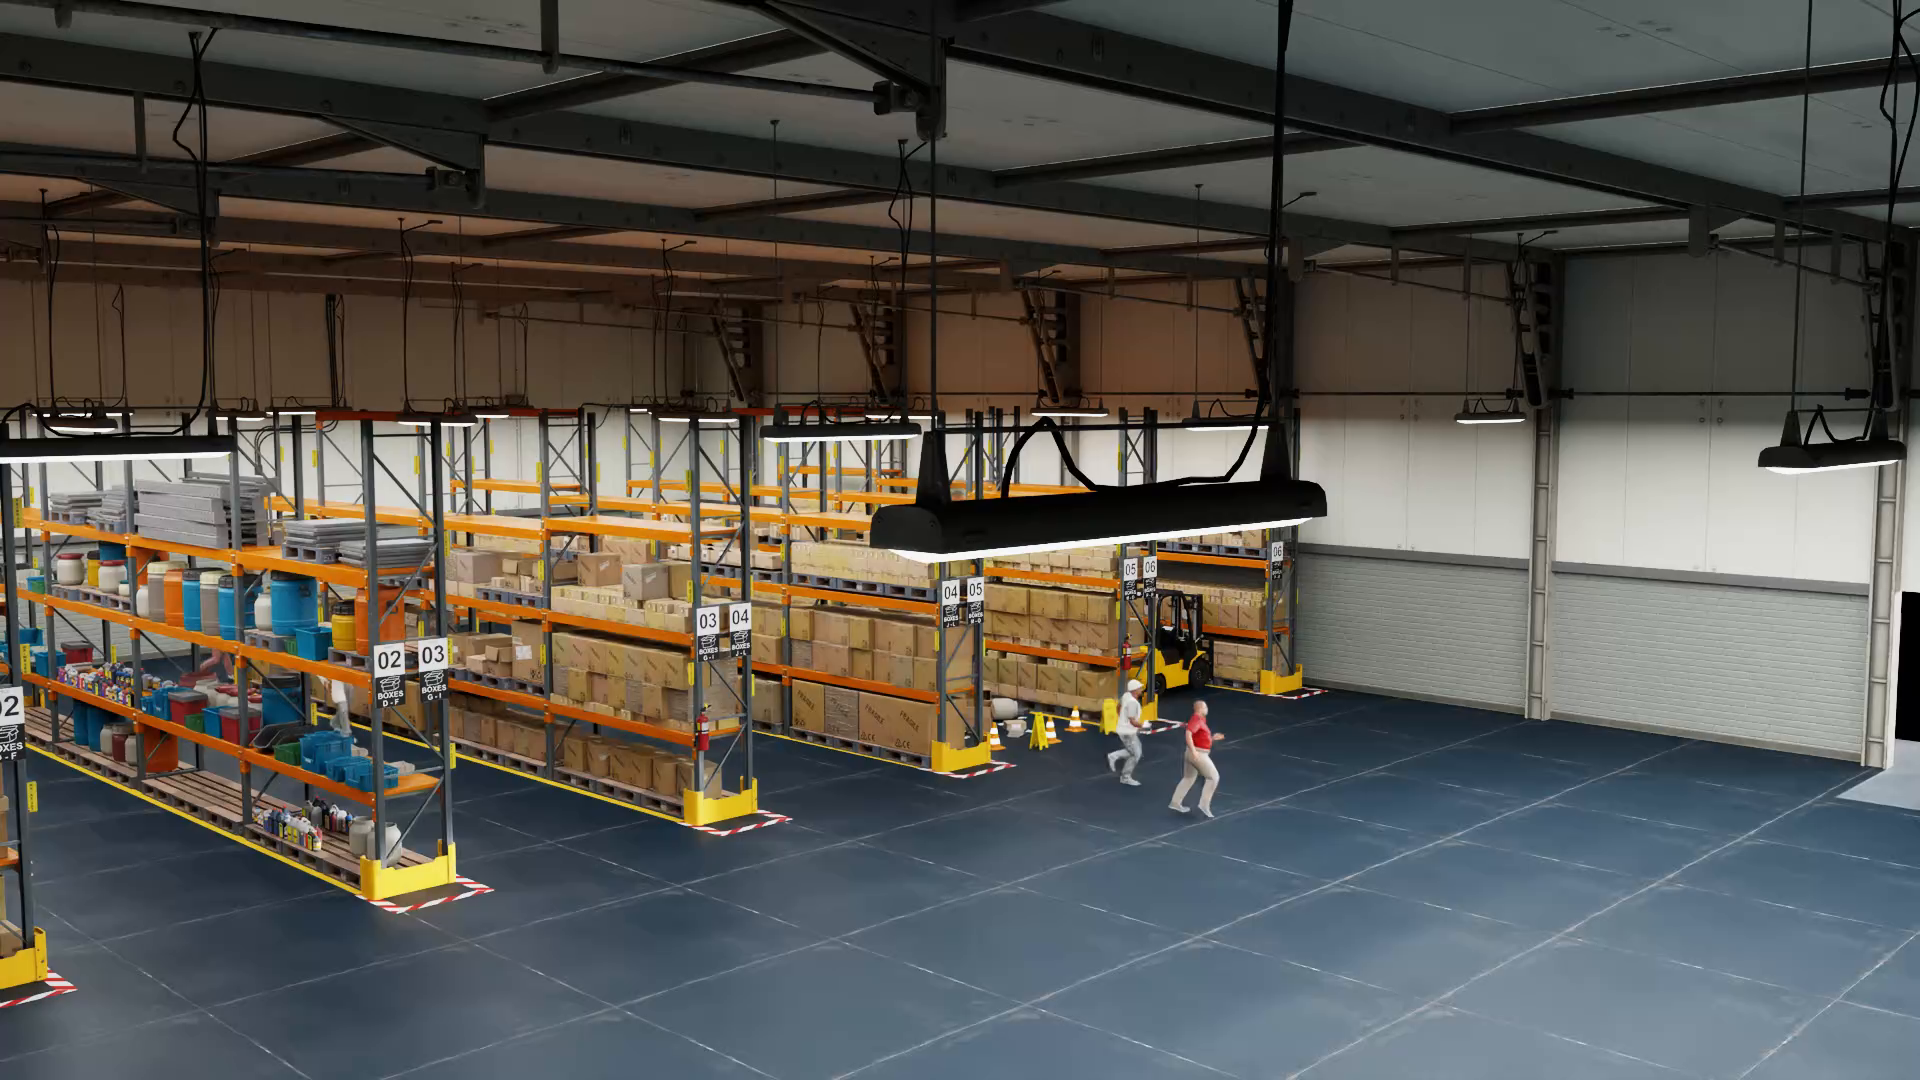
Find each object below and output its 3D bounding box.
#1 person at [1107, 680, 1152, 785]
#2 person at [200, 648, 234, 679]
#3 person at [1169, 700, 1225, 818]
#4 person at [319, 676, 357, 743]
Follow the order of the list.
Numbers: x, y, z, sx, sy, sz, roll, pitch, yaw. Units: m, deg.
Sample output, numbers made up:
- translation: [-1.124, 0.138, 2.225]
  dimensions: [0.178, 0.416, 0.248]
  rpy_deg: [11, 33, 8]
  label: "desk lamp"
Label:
- translation: [2.734, 3.105, 26.869]
  dimensions: [0.695, 1.728, 0.729]
  rpy_deg: [0, 5, -1]
  label: "person"
- translation: [-16.267, 2.281, 36.377]
  dimensions: [1.005, 1.667, 0.599]
  rpy_deg: [-5, 7, -42]
  label: "person"
- translation: [3.569, 3.285, 24.847]
  dimensions: [0.825, 1.792, 0.627]
  rpy_deg: [-1, 5, -11]
  label: "person"
- translation: [-11.237, 2.737, 30.234]
  dimensions: [1.045, 1.781, 0.695]
  rpy_deg: [4, 6, 38]
  label: "person"
